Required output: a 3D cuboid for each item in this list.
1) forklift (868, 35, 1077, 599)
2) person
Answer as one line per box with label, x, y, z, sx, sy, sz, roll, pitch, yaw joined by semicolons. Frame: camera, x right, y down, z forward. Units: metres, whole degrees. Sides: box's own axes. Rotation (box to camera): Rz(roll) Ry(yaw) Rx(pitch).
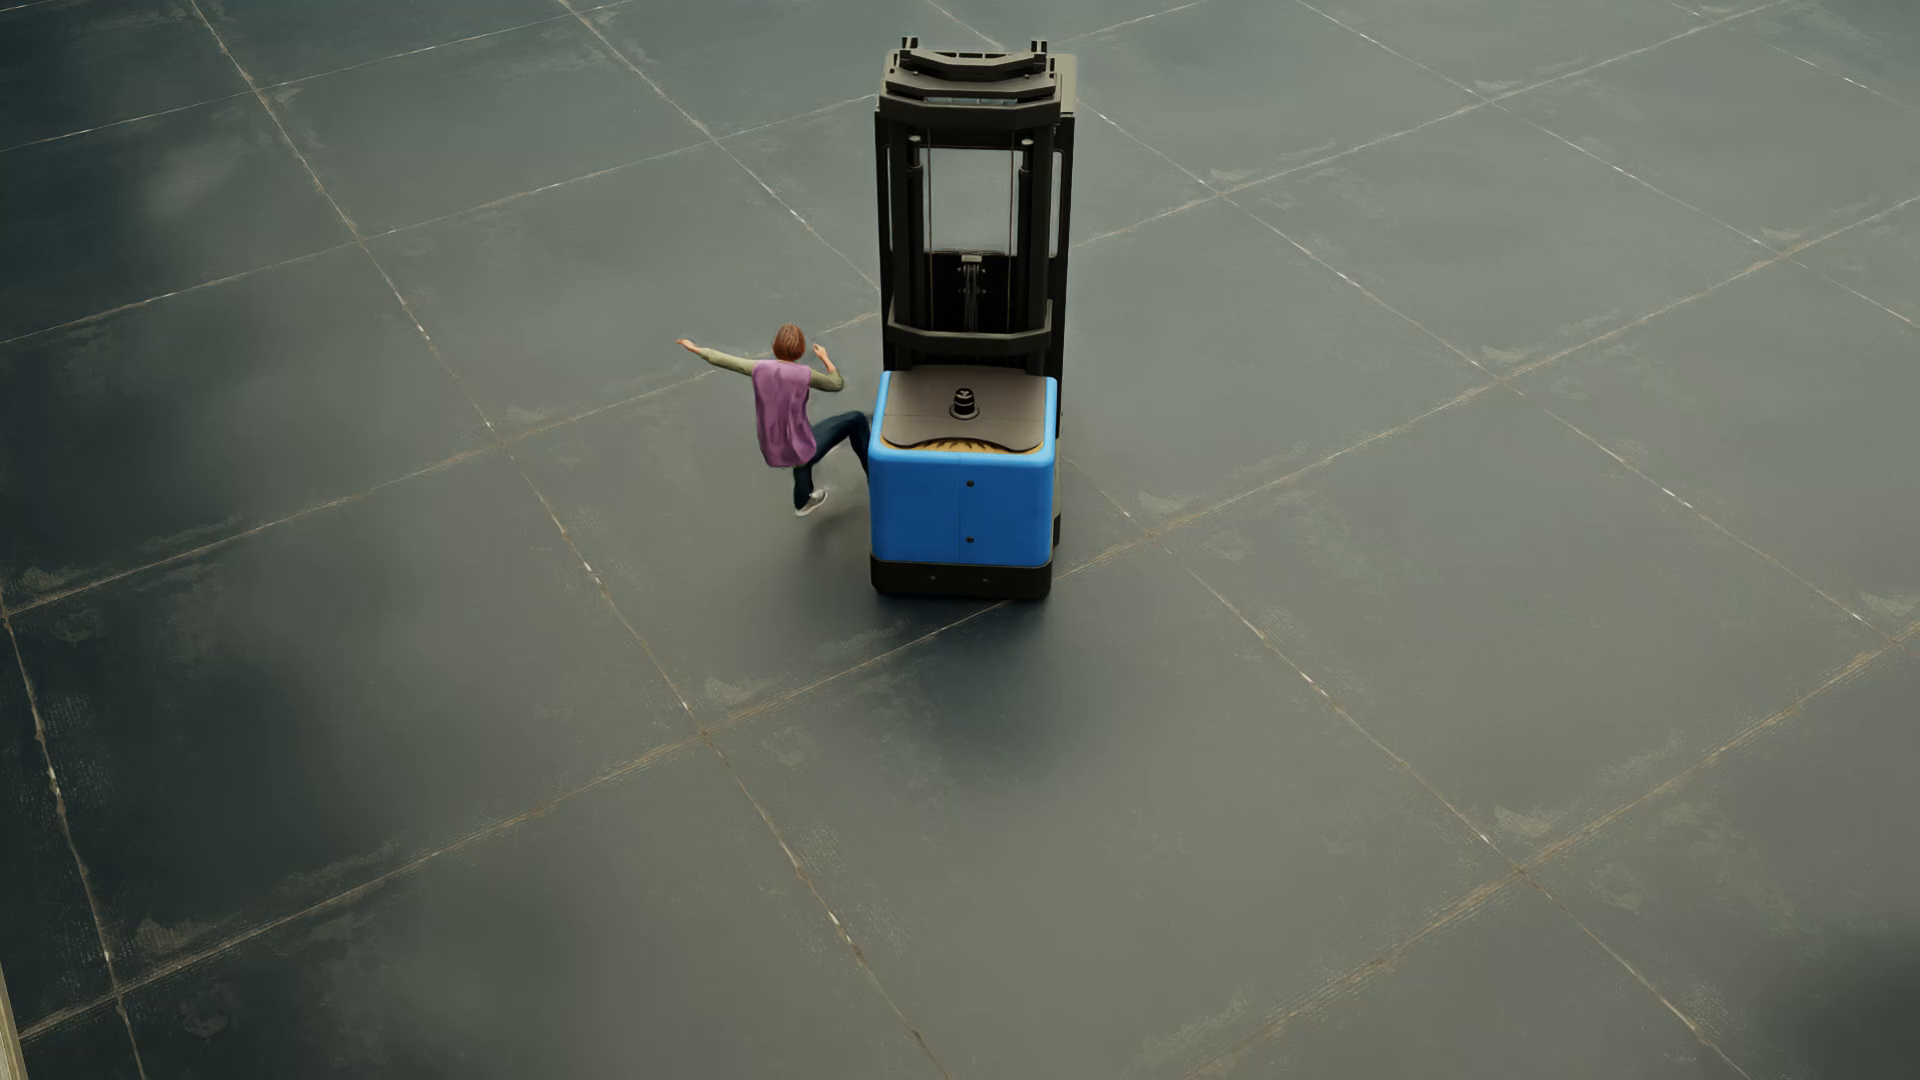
forklift;0.097;-1.721;9.841;1.130;2.935;3.031;2;41;3
person;-0.992;-0.728;9.852;1.413;1.269;0.734;6;42;7
